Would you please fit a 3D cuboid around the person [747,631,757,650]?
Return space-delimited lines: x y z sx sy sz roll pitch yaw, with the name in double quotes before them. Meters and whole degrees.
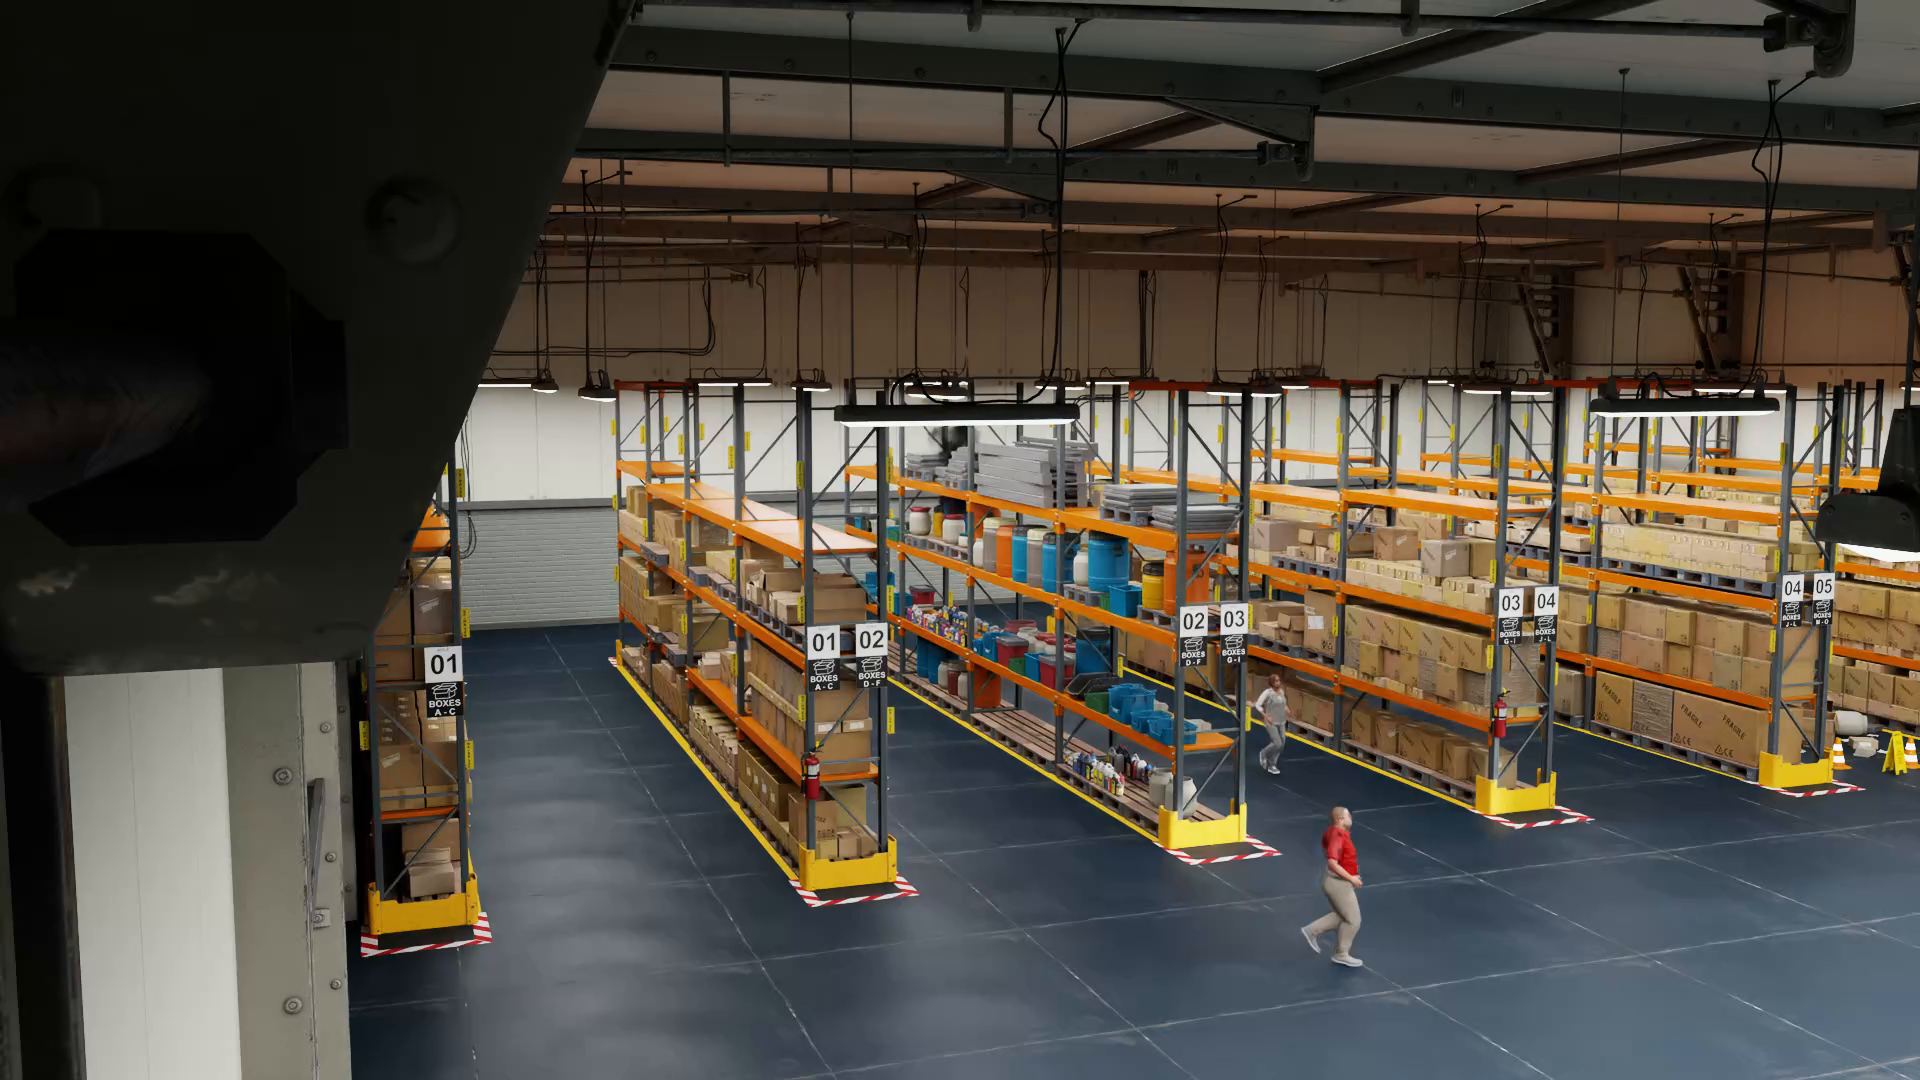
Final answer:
"person" -4.316 1.834 34.344 0.658 1.746 0.594 -3 7 -24

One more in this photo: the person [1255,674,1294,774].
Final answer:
"person" 4.890 2.844 25.659 0.532 1.554 0.509 -4 7 -31

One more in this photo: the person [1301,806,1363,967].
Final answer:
"person" 3.968 3.645 17.517 0.579 1.704 0.672 0 6 5

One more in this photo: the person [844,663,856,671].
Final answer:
"person" -1.801 2.456 28.358 0.685 1.744 0.604 -3 7 -28
